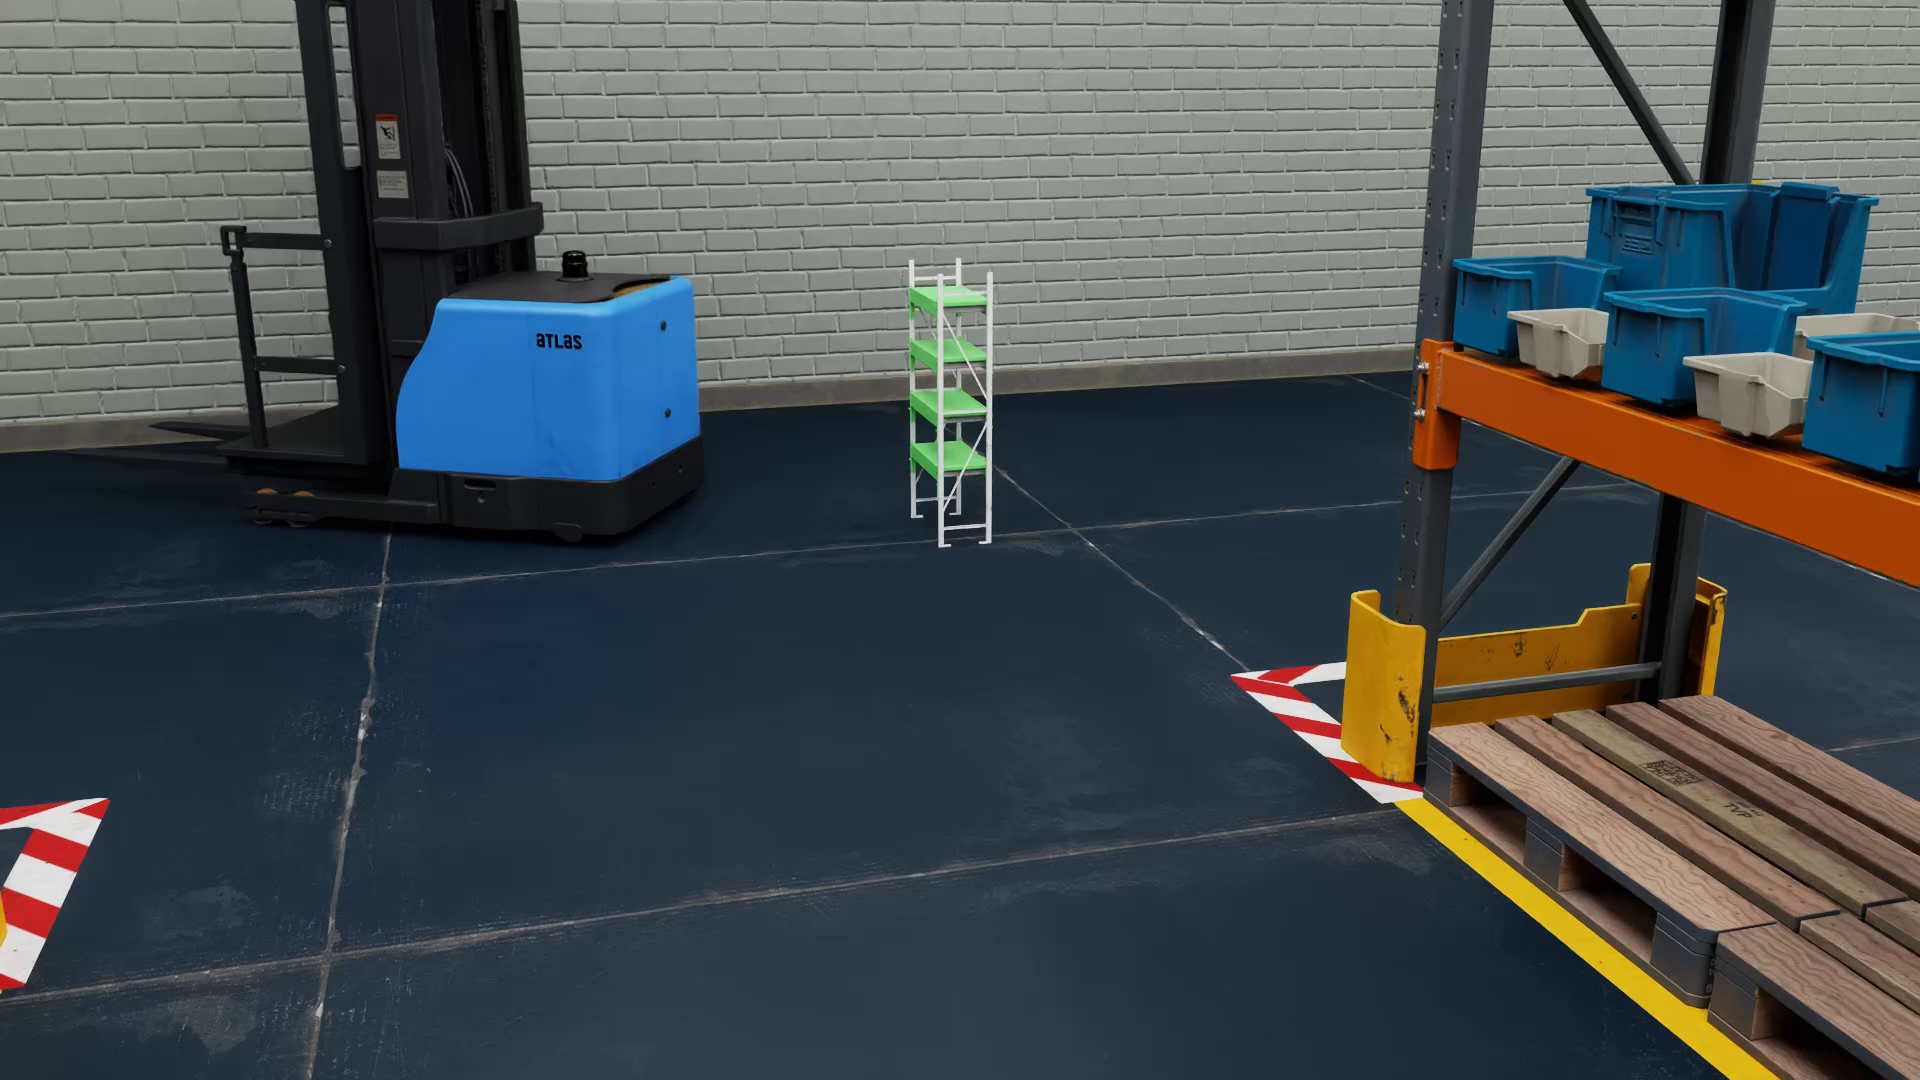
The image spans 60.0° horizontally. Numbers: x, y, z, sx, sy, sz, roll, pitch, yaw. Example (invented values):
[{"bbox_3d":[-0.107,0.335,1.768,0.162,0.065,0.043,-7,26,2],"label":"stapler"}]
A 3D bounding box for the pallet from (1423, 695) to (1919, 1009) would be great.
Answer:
[{"bbox_3d":[2.009,0.780,4.488,1.003,0.211,1.213,-5,17,-15],"label":"pallet"}]

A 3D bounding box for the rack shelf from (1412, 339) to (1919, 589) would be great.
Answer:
[{"bbox_3d":[2.369,0.111,3.119,1.077,0.370,4.000,-5,17,-15],"label":"rack shelf"}]

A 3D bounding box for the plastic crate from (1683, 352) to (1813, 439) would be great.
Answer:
[{"bbox_3d":[1.766,-0.312,3.630,0.250,0.136,0.298,-5,17,-15],"label":"plastic crate"}]

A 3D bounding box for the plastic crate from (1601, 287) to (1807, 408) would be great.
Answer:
[{"bbox_3d":[1.752,-0.459,3.952,0.416,0.233,0.300,-5,17,-15],"label":"plastic crate"}]

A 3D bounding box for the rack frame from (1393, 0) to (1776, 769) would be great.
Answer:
[{"bbox_3d":[1.820,-0.787,4.857,1.000,3.000,0.127,-5,17,-15],"label":"rack frame"}]

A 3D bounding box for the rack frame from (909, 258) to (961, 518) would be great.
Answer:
[{"bbox_3d":[-0.113,-0.688,7.657,0.240,1.200,0.015,-5,17,-15],"label":"rack frame"}]

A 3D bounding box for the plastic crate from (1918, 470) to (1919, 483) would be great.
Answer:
[{"bbox_3d":[2.015,-0.194,3.069,0.416,0.233,0.300,-5,17,-15],"label":"plastic crate"}]

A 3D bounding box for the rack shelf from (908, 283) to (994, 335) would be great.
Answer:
[{"bbox_3d":[-0.045,-1.019,7.312,0.258,0.148,0.480,-5,17,-15],"label":"rack shelf"}]

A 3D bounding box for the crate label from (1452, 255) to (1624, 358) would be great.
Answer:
[{"bbox_3d":[1.571,-0.641,4.558,0.416,0.233,0.303,-5,17,-15],"label":"crate label"}]

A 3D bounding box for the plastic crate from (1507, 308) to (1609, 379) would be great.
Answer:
[{"bbox_3d":[1.579,-0.499,4.255,0.250,0.136,0.298,-5,17,-15],"label":"plastic crate"}]

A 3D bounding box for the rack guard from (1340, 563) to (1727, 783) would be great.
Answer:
[{"bbox_3d":[1.801,0.405,5.235,1.175,0.500,0.348,-5,17,-15],"label":"rack guard"}]

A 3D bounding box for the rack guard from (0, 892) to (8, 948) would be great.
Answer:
[{"bbox_3d":[-2.923,0.822,3.846,1.175,0.500,0.348,-5,17,-15],"label":"rack guard"}]

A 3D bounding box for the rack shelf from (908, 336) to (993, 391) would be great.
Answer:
[{"bbox_3d":[-0.045,-0.789,7.381,0.258,0.148,0.480,-5,17,-15],"label":"rack shelf"}]

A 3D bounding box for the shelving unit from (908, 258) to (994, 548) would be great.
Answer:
[{"bbox_3d":[-0.045,-0.620,7.432,0.258,1.200,0.503,-5,17,-15],"label":"shelving unit"}]

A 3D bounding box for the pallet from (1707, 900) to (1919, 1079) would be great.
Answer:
[{"bbox_3d":[2.341,1.117,3.367,1.003,0.211,1.213,-5,17,-15],"label":"pallet"}]

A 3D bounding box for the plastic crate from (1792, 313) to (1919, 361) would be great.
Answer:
[{"bbox_3d":[2.218,-0.478,4.183,0.396,0.136,0.243,-5,17,-15],"label":"plastic crate"}]

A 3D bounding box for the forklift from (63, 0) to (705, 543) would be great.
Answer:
[{"bbox_3d":[-2.823,-1.602,7.690,3.031,2.935,1.130,4,17,14],"label":"forklift"}]

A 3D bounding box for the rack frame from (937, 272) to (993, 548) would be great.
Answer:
[{"bbox_3d":[0.022,-0.553,7.207,0.240,1.200,0.015,-5,17,-15],"label":"rack frame"}]

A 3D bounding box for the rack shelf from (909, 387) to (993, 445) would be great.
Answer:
[{"bbox_3d":[-0.045,-0.559,7.450,0.258,0.148,0.480,-5,17,-15],"label":"rack shelf"}]

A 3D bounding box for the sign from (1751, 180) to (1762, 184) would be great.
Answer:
[{"bbox_3d":[2.344,-0.913,4.993,0.100,0.325,0.005,-5,17,-15],"label":"sign"}]

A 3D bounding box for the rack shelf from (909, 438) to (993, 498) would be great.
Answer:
[{"bbox_3d":[-0.045,-0.329,7.519,0.258,0.148,0.480,-5,17,-15],"label":"rack shelf"}]

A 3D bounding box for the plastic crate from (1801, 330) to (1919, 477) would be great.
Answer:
[{"bbox_3d":[1.933,-0.277,3.346,0.416,0.233,0.300,-5,17,-15],"label":"plastic crate"}]

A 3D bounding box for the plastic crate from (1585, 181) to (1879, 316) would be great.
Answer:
[{"bbox_3d":[2.091,-0.754,4.584,0.616,0.435,0.499,-5,17,-15],"label":"plastic crate"}]
